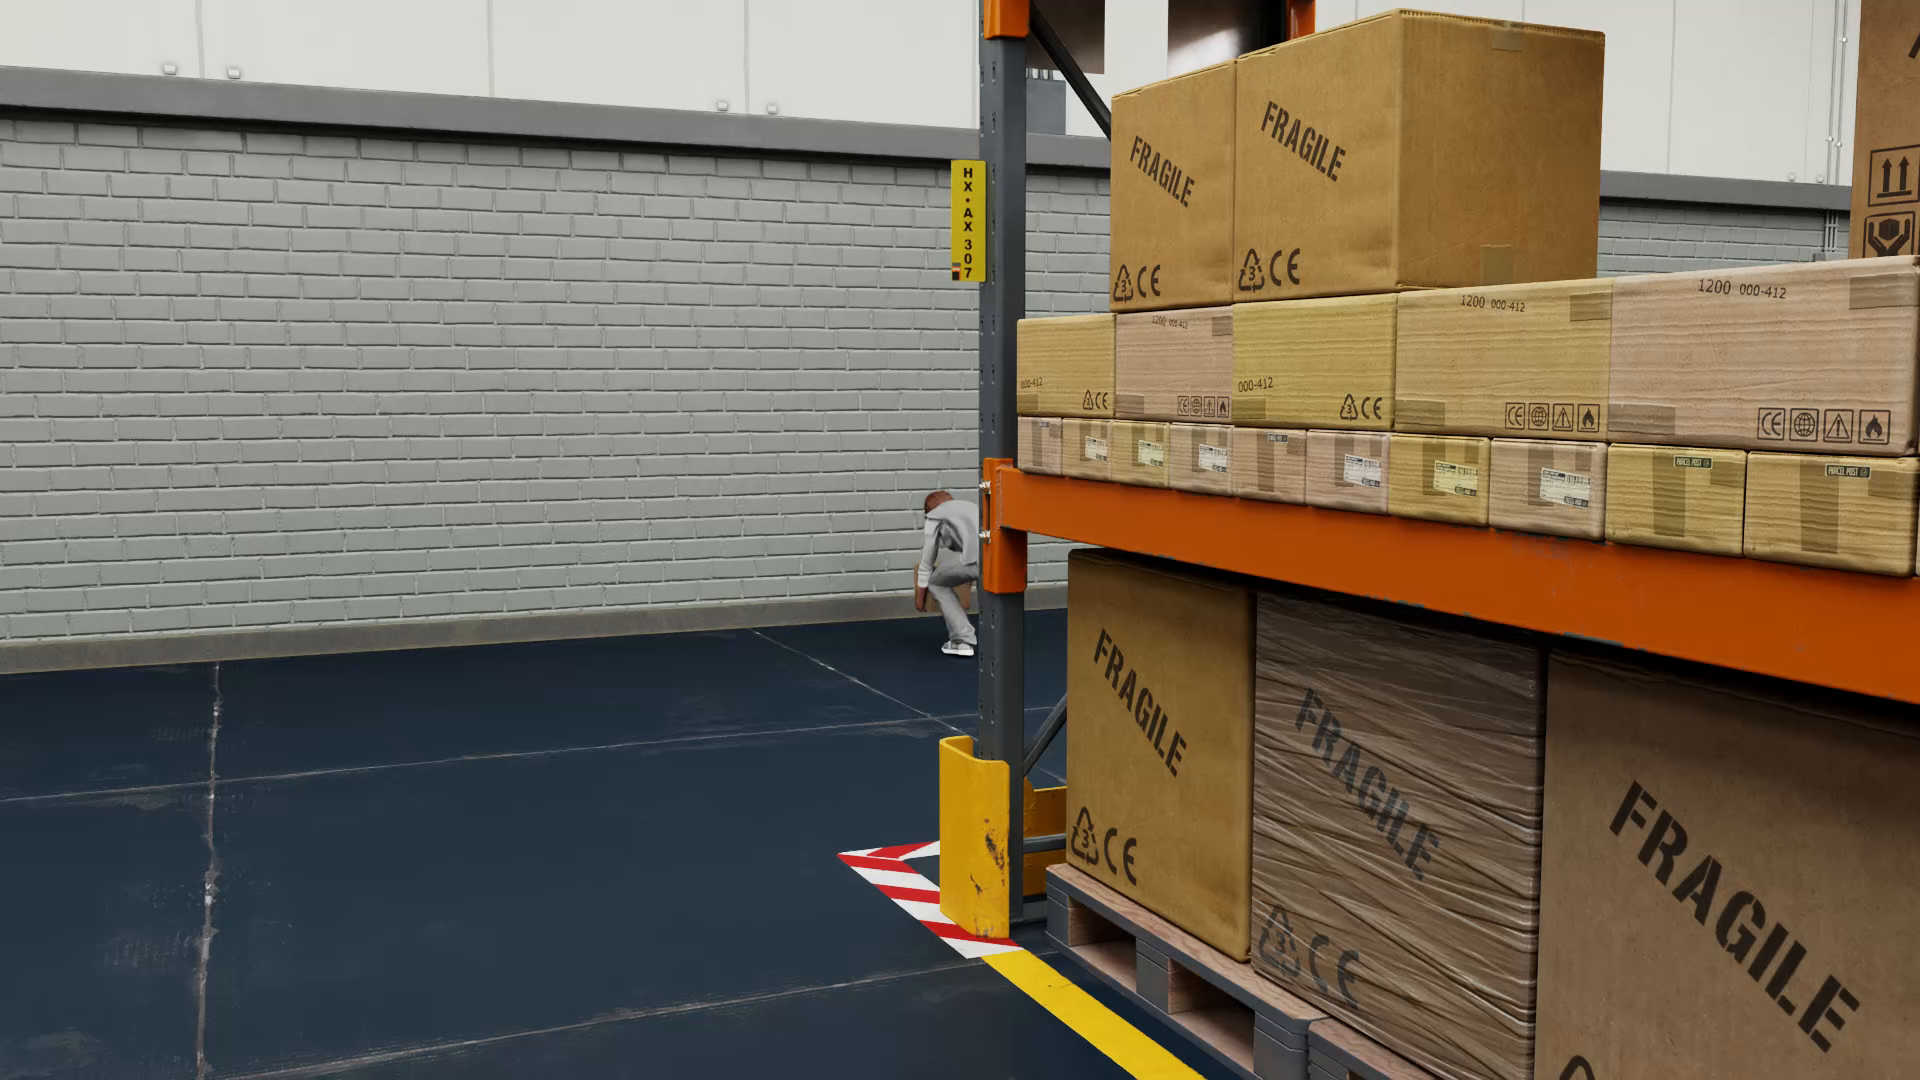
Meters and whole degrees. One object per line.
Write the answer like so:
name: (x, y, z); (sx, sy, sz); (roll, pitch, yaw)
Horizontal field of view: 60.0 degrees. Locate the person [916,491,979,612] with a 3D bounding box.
person: (0.027, 0.096, 9.408); (0.388, 0.703, 0.851); (-3, 6, -26)
